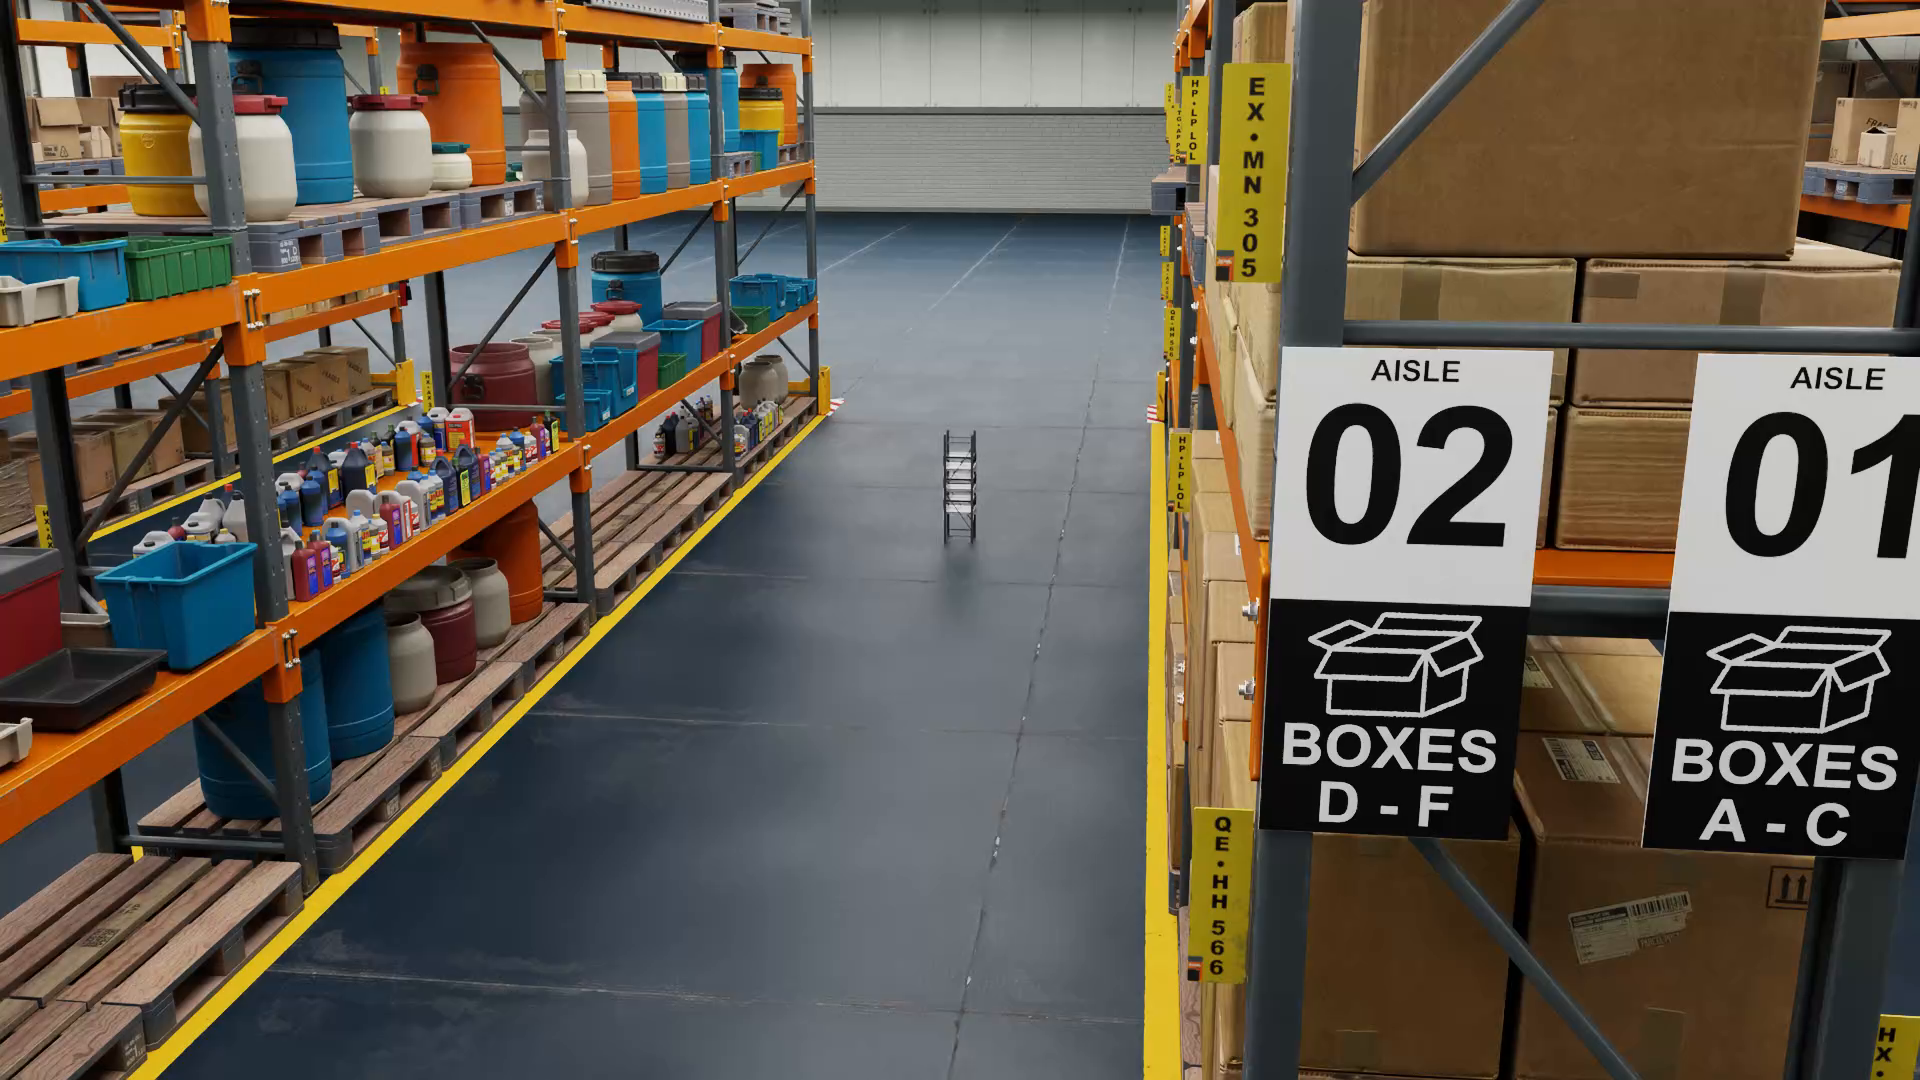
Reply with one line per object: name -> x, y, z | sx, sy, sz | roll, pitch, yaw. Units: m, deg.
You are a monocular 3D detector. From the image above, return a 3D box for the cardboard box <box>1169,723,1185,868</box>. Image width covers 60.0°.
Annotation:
cardboard box -> 1.215, 1.163, 7.562 | 0.500, 0.500, 0.500 | 2, 15, 6

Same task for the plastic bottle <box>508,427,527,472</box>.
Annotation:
plastic bottle -> -2.727, -0.560, 10.234 | 0.097, 0.271, 0.097 | 0, 15, 0

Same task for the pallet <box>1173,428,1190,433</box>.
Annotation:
pallet -> 1.889, -0.462, 9.992 | 1.213, 0.211, 1.003 | 2, 15, 6

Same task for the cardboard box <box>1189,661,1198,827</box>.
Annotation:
cardboard box -> 1.003, 0.643, 5.345 | 0.500, 0.500, 0.500 | 2, 15, 6

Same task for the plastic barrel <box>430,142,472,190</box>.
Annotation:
plastic barrel -> -3.001, -2.181, 9.696 | 0.301, 0.262, 0.301 | 0, 15, 0

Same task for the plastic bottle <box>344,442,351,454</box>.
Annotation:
plastic bottle -> -3.571, -0.422, 9.700 | 0.061, 0.283, 0.133 | 2, 15, 6

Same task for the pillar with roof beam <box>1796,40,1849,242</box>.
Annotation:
pillar with roof beam -> 4.224, -5.478, 16.683 | 9.100, 9.000, 0.400 | 2, 15, 6

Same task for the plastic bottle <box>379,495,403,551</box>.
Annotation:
plastic bottle -> -2.911, -0.099, 8.504 | 0.061, 0.283, 0.133 | 2, 15, 6

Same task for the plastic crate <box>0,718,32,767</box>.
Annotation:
plastic crate -> -3.375, 0.717, 5.655 | 0.293, 0.136, 0.466 | 2, 15, 6

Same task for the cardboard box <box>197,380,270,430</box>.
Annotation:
cardboard box -> -7.354, -1.310, 16.745 | 0.500, 0.500, 0.500 | 7, 17, 24

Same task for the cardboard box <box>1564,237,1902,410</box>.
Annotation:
cardboard box -> 1.310, -0.400, 2.979 | 0.500, 0.250, 0.500 | 2, 15, 6

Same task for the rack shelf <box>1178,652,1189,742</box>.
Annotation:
rack shelf -> 1.219, 1.171, 4.964 | 1.077, 0.370, 4.000 | 2, 15, 6

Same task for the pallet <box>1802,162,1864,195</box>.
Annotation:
pallet -> 7.094, -2.826, 12.978 | 1.213, 0.211, 1.003 | 2, 15, 6

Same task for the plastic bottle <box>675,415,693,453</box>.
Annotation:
plastic bottle -> -2.645, -1.022, 15.927 | 0.144, 0.351, 0.185 | 2, 15, 6

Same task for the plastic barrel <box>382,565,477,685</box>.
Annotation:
plastic barrel -> -3.191, 0.502, 9.874 | 0.600, 0.588, 0.708 | 2, 15, 6

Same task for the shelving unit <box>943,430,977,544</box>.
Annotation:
shelving unit -> -0.001, -0.432, 13.537 | 0.258, 0.900, 0.210 | 2, 15, 6

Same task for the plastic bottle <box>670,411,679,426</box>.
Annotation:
plastic bottle -> -2.766, -1.076, 16.126 | 0.144, 0.351, 0.185 | 1, 15, 3

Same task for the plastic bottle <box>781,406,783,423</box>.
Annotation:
plastic bottle -> -1.895, -1.327, 17.340 | 0.097, 0.201, 0.097 | 0, 15, 0

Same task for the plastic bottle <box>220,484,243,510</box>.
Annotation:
plastic bottle -> -3.678, -0.114, 8.433 | 0.144, 0.351, 0.185 | 2, 15, 6

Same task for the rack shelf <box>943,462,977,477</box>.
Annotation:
rack shelf -> -0.001, -0.574, 13.499 | 0.258, 0.077, 0.200 | 2, 15, 6

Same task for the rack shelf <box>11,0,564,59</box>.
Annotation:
rack shelf -> -3.251, -2.716, 8.613 | 1.077, 0.370, 4.000 | 2, 15, 6

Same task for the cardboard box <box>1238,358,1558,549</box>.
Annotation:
cardboard box -> 0.789, -0.174, 3.101 | 0.500, 0.250, 0.500 | 2, 15, 6

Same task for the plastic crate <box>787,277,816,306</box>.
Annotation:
plastic crate -> -1.882, -2.744, 18.348 | 0.499, 0.251, 0.616 | 2, 15, 6

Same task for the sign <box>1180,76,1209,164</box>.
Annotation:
sign -> 0.892, -1.598, 6.335 | 0.100, 0.325, 0.005 | 2, 15, 6

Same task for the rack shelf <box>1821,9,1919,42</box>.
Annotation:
rack shelf -> 7.044, -3.462, 11.370 | 1.077, 0.370, 4.000 | 2, 15, 6

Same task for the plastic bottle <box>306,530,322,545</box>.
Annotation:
plastic bottle -> -3.131, 0.051, 8.107 | 0.097, 0.201, 0.097 | 0, 15, 0

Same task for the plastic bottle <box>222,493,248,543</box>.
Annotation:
plastic bottle -> -3.555, -0.062, 8.240 | 0.144, 0.351, 0.185 | 2, 15, 6

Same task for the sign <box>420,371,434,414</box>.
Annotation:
sign -> -3.573, -0.973, 11.200 | 0.100, 0.325, 0.005 | 2, 15, 6

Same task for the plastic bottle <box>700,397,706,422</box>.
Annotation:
plastic bottle -> -2.681, -1.336, 17.218 | 0.061, 0.283, 0.133 | 2, 15, 7

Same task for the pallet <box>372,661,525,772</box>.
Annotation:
pallet -> -3.213, 0.988, 9.605 | 1.003, 0.211, 1.213 | 2, 15, 6

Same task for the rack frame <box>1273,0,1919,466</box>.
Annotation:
rack frame -> 0.993, -1.554, 2.169 | 1.000, 3.000, 0.127 | 2, 15, 6

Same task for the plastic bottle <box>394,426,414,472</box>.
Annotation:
plastic bottle -> -3.428, -0.564, 10.247 | 0.097, 0.271, 0.097 | 0, 15, 0

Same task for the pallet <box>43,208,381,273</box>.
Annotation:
pallet -> -3.486, -1.405, 7.727 | 1.213, 0.211, 1.003 | 2, 15, 6

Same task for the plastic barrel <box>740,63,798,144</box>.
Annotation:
plastic barrel -> -2.051, -4.683, 17.859 | 0.600, 0.830, 0.708 | 2, 15, 6

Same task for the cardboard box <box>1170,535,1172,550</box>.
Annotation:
cardboard box -> 1.767, 0.115, 11.955 | 0.500, 0.250, 0.500 | 2, 15, 6

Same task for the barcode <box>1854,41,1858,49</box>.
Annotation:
barcode -> 7.854, -4.338, 14.573 | 0.001, 0.075, 0.075 | 2, 15, 6

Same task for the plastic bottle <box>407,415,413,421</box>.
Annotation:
plastic bottle -> -3.478, -0.637, 10.493 | 0.061, 0.283, 0.133 | 2, 15, 6

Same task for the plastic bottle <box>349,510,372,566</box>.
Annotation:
plastic bottle -> -2.965, -0.013, 8.210 | 0.097, 0.271, 0.097 | 0, 15, 0

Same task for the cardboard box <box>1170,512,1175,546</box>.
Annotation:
cardboard box -> 1.762, -0.157, 11.884 | 0.500, 0.311, 0.500 | 1, 15, 5

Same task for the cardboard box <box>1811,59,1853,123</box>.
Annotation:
cardboard box -> 7.057, -3.752, 13.898 | 0.500, 0.500, 0.500 | 0, 15, 1

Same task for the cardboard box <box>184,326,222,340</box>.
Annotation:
cardboard box -> -7.172, -1.988, 15.751 | 0.380, 0.149, 0.250 | 2, 15, 6

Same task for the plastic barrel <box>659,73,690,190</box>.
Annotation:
plastic barrel -> -2.490, -3.299, 13.409 | 0.600, 0.901, 0.600 | 0, 15, 0

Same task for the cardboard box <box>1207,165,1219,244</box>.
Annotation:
cardboard box -> 1.143, -1.193, 5.912 | 0.500, 0.250, 0.500 | 2, 15, 6

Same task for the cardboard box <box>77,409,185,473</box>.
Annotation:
cardboard box -> -7.586, -0.910, 15.227 | 0.700, 0.500, 0.500 | 1, 15, 2

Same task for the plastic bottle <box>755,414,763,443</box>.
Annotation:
plastic bottle -> -1.990, -1.106, 16.366 | 0.061, 0.283, 0.133 | 2, 15, 9

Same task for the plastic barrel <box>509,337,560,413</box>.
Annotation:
plastic barrel -> -3.122, -1.207, 12.164 | 0.421, 0.512, 0.421 | 0, 15, 0

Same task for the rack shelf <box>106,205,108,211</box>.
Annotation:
rack shelf -> -7.270, -3.682, 17.165 | 1.077, 0.370, 4.000 | 2, 15, 6

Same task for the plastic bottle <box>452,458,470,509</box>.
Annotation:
plastic bottle -> -2.812, -0.327, 9.347 | 0.061, 0.283, 0.133 | 2, 15, 6

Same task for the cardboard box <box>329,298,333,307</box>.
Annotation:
cardboard box -> -6.996, -2.574, 17.917 | 0.380, 0.149, 0.250 | 2, 15, 6

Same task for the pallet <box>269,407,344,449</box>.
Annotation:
pallet -> -7.320, -1.209, 17.730 | 1.003, 0.211, 1.213 | 2, 15, 6

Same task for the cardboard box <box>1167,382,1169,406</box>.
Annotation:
cardboard box -> 2.517, -1.550, 18.112 | 0.500, 0.250, 0.500 | 2, 15, 6

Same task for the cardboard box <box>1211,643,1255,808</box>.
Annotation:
cardboard box -> 0.826, 0.557, 3.750 | 0.500, 0.500, 0.500 | 2, 15, 8

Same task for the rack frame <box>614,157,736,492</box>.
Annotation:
rack frame -> -2.574, -1.917, 15.005 | 1.000, 3.000, 0.127 | 2, 15, 6

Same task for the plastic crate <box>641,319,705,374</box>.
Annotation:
plastic crate -> -2.390, -1.614, 13.915 | 0.392, 0.384, 0.575 | 2, 15, 6

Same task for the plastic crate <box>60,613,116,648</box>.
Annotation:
plastic crate -> -3.671, 0.373, 6.927 | 0.396, 0.136, 0.243 | 2, 15, 6

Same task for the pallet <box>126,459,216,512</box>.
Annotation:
pallet -> -7.582, -0.515, 15.161 | 1.003, 0.211, 1.213 | 2, 15, 6

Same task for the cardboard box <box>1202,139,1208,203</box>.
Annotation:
cardboard box -> 1.822, -1.983, 9.309 | 0.910, 0.500, 0.500 | 2, 15, 6

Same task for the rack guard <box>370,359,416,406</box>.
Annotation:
rack guard -> -7.053, -1.874, 19.634 | 1.175, 0.500, 0.348 | 2, 15, 6

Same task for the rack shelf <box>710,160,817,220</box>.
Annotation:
rack shelf -> -2.349, -3.536, 16.626 | 1.077, 0.370, 4.000 | 2, 15, 6

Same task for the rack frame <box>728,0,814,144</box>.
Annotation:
rack frame -> -2.123, -5.850, 18.058 | 1.000, 3.000, 0.127 | 2, 15, 6
